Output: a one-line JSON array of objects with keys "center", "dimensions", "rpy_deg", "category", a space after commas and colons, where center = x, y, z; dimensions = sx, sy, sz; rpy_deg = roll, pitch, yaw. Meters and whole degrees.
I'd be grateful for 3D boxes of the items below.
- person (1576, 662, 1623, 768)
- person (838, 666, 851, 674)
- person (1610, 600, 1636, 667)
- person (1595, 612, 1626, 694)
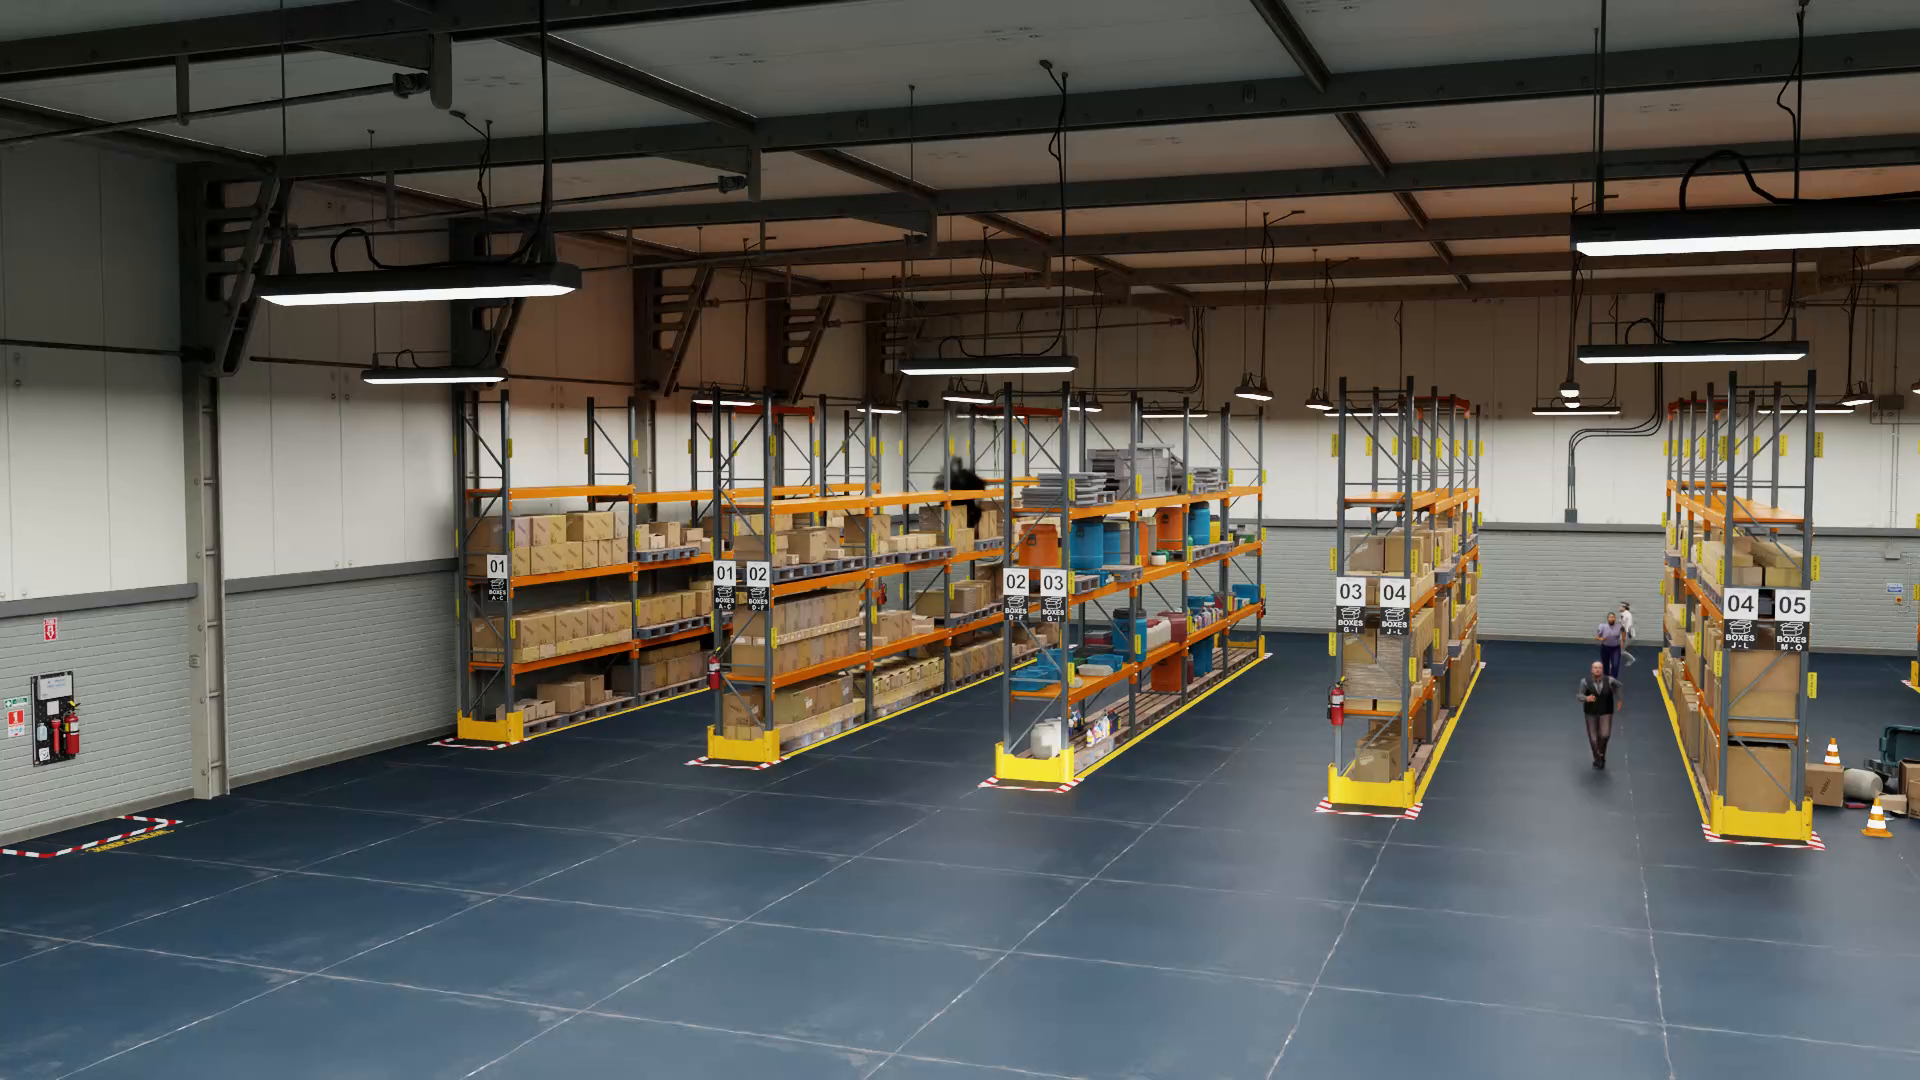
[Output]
[{"center": [9.929, 2.715, 25.821], "dimensions": [0.687, 1.669, 0.777], "rpy_deg": [1, 3, 20], "category": "person"}, {"center": [-2.438, 2.224, 34.420], "dimensions": [0.681, 1.738, 0.624], "rpy_deg": [1, 3, 16], "category": "person"}, {"center": [15.093, 2.140, 37.884], "dimensions": [0.530, 1.543, 0.785], "rpy_deg": [0, 3, 3], "category": "person"}, {"center": [13.403, 2.338, 34.268], "dimensions": [0.619, 1.674, 0.909], "rpy_deg": [1, 3, 18], "category": "person"}]
